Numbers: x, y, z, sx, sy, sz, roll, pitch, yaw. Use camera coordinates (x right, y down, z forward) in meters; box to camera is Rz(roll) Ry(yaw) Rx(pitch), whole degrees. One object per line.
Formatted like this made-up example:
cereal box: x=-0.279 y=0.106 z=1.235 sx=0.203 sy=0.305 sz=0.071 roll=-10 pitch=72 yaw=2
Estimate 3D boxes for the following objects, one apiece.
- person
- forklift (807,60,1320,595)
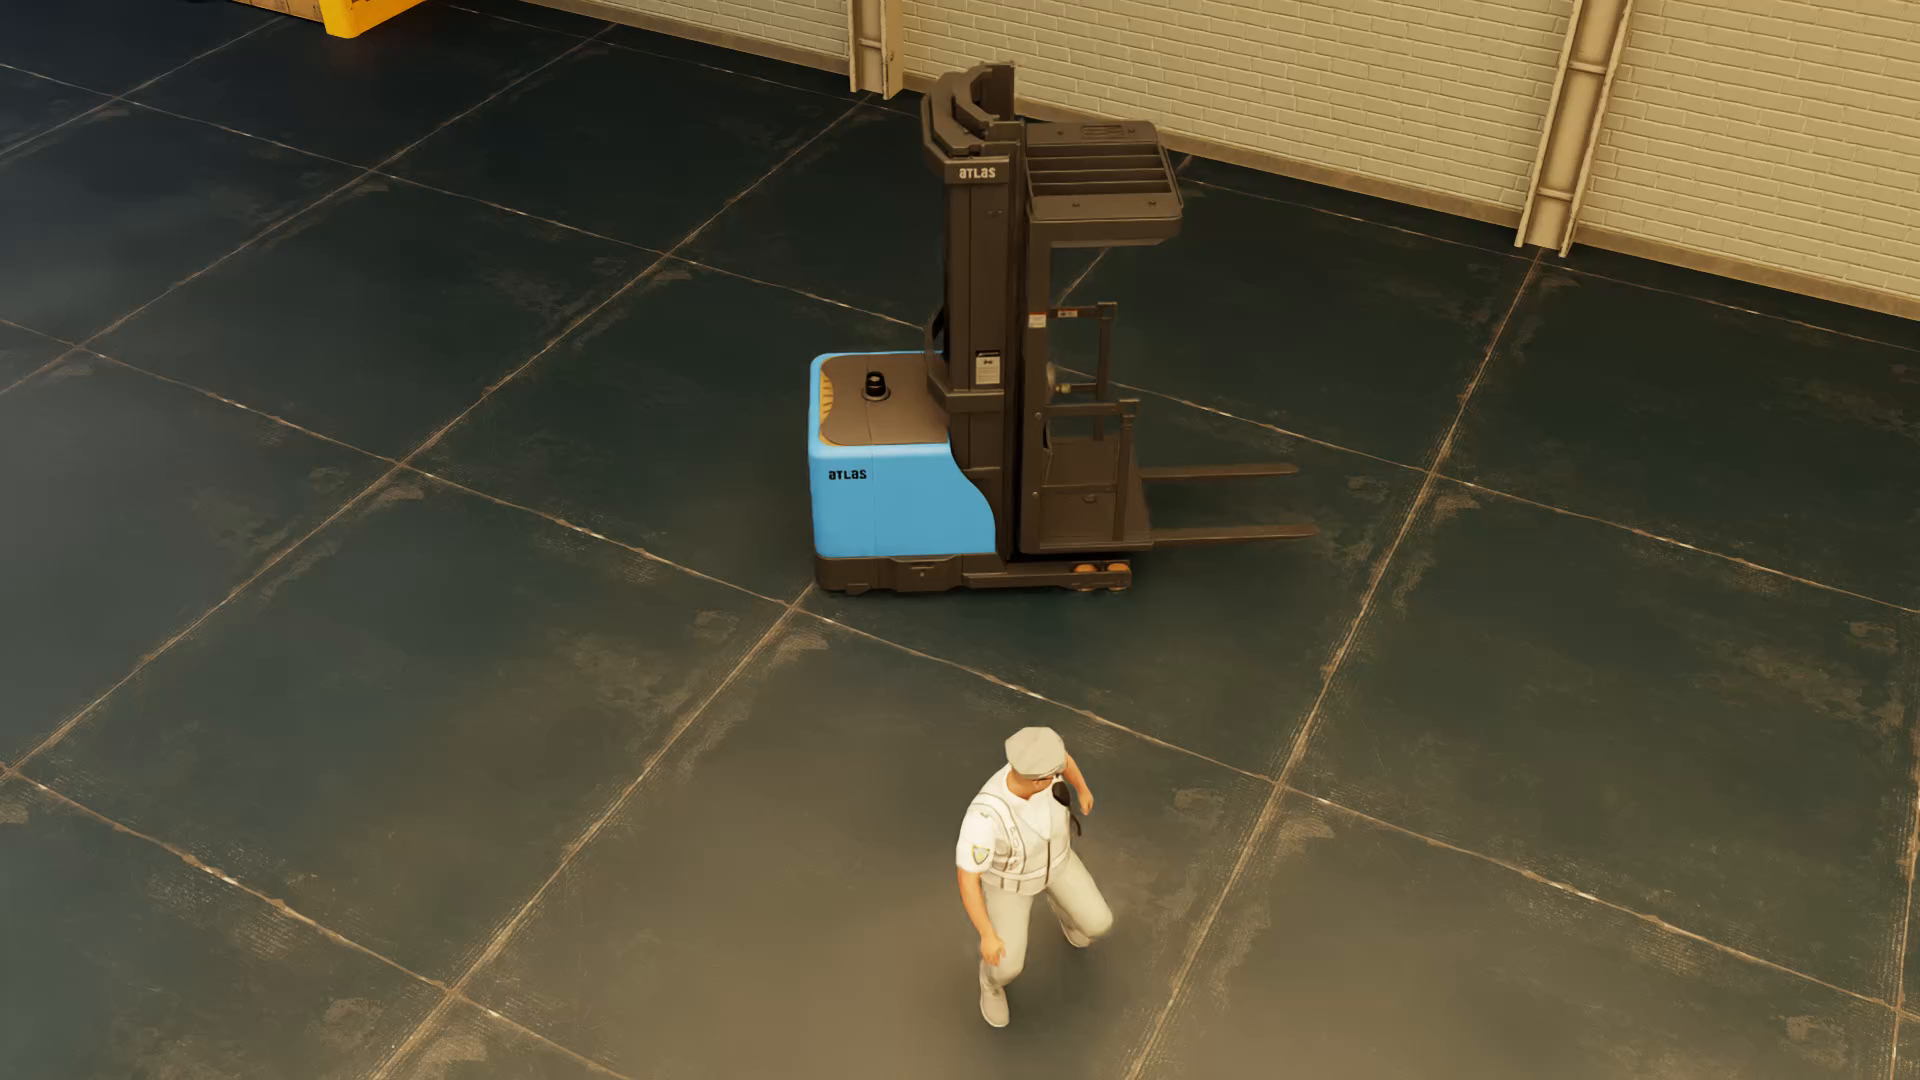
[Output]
person: x=0.332 y=1.440 z=7.303 sx=0.857 sy=1.646 sz=0.562 roll=-21 pitch=45 yaw=-23
forklift: x=0.629 y=-1.155 z=9.358 sx=3.031 sy=2.935 sz=1.130 roll=-2 pitch=40 yaw=-2
